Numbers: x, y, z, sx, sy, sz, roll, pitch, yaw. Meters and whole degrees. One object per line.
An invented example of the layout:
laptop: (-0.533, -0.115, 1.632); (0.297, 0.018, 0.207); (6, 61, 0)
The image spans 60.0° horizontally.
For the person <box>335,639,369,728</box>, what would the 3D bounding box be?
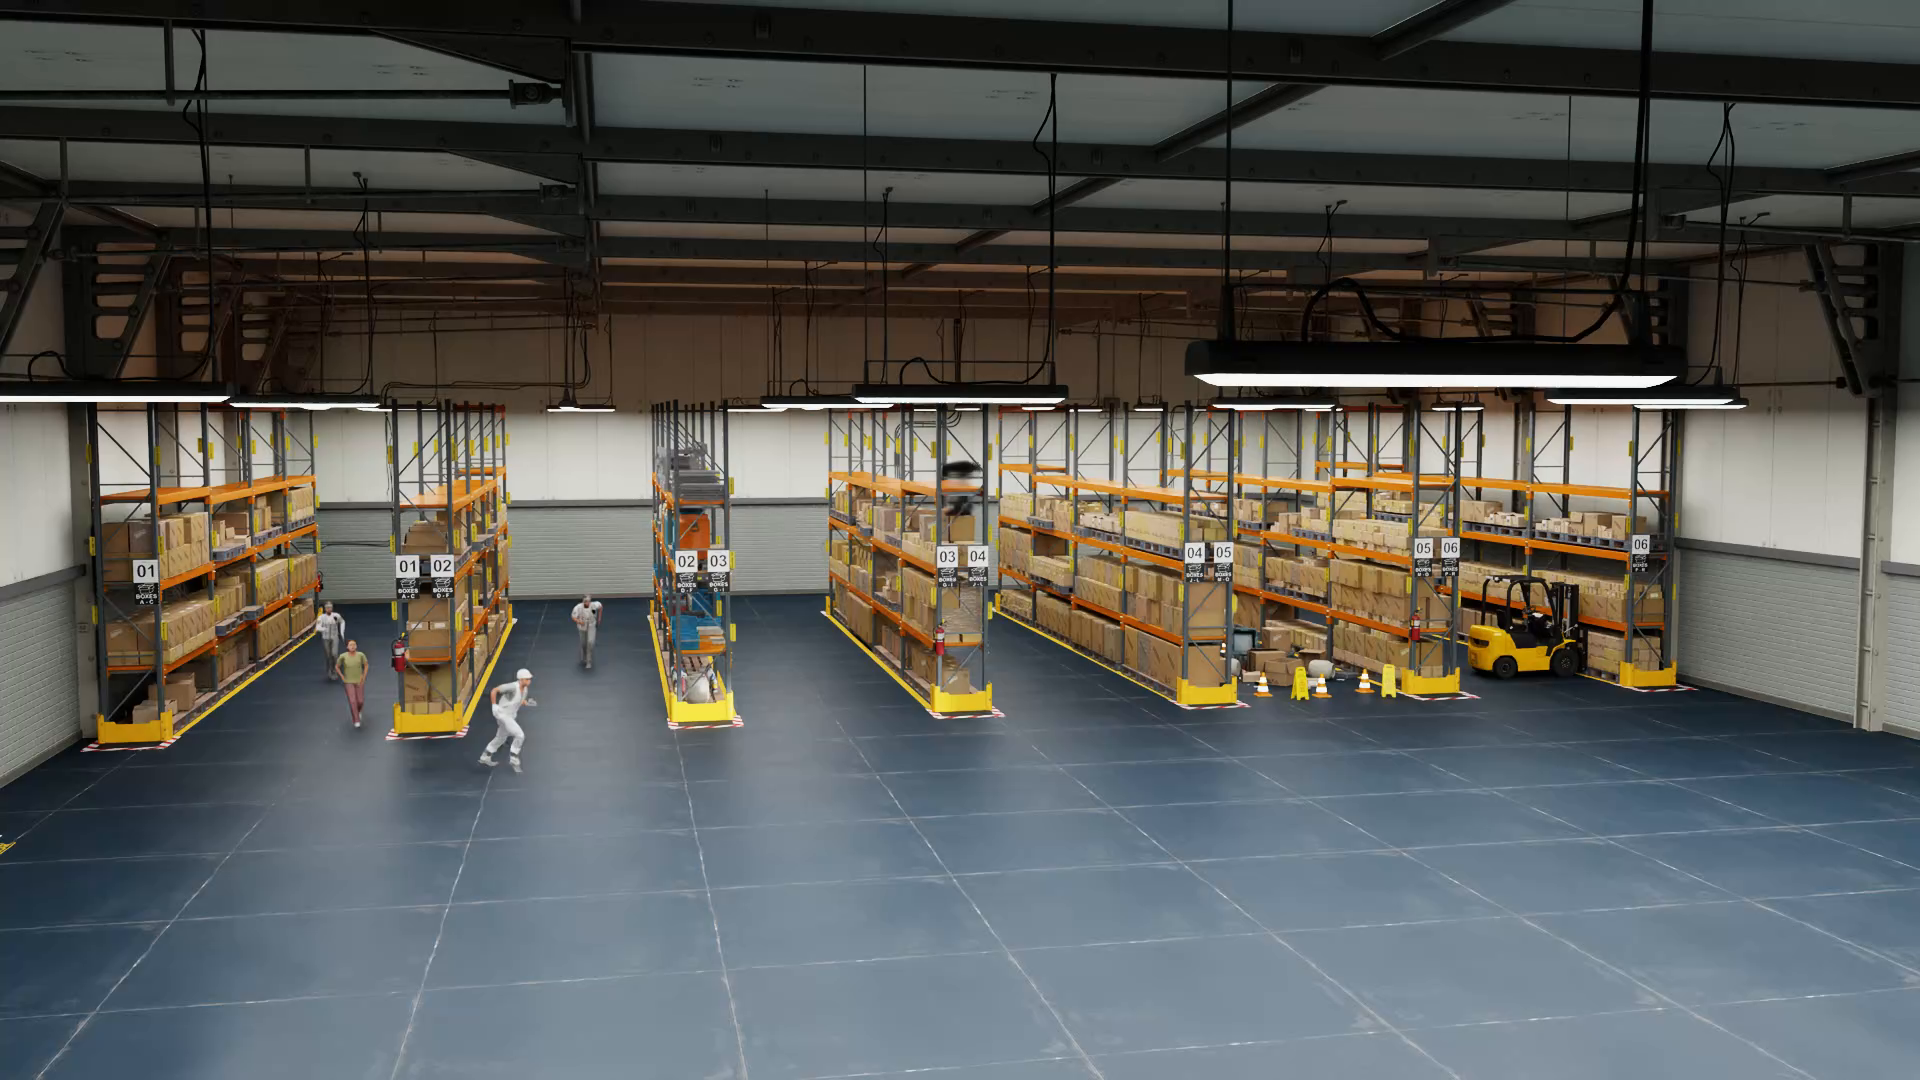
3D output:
person: (-11.167, 2.607, 30.548); (0.587, 1.622, 0.614); (-2, 5, -24)

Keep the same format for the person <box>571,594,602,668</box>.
person: (-8.527, 2.058, 37.979); (0.698, 1.722, 1.012); (-1, 5, -17)

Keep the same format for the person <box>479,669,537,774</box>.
person: (-7.278, 2.907, 26.606); (1.003, 1.716, 0.714); (1, 4, 16)

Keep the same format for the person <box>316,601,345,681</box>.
person: (-13.615, 2.175, 35.954); (0.555, 1.738, 0.812); (-1, 4, -15)

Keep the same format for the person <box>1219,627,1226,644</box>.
person: (6.334, 1.797, 41.377); (0.595, 1.650, 0.932); (-3, 5, -32)
